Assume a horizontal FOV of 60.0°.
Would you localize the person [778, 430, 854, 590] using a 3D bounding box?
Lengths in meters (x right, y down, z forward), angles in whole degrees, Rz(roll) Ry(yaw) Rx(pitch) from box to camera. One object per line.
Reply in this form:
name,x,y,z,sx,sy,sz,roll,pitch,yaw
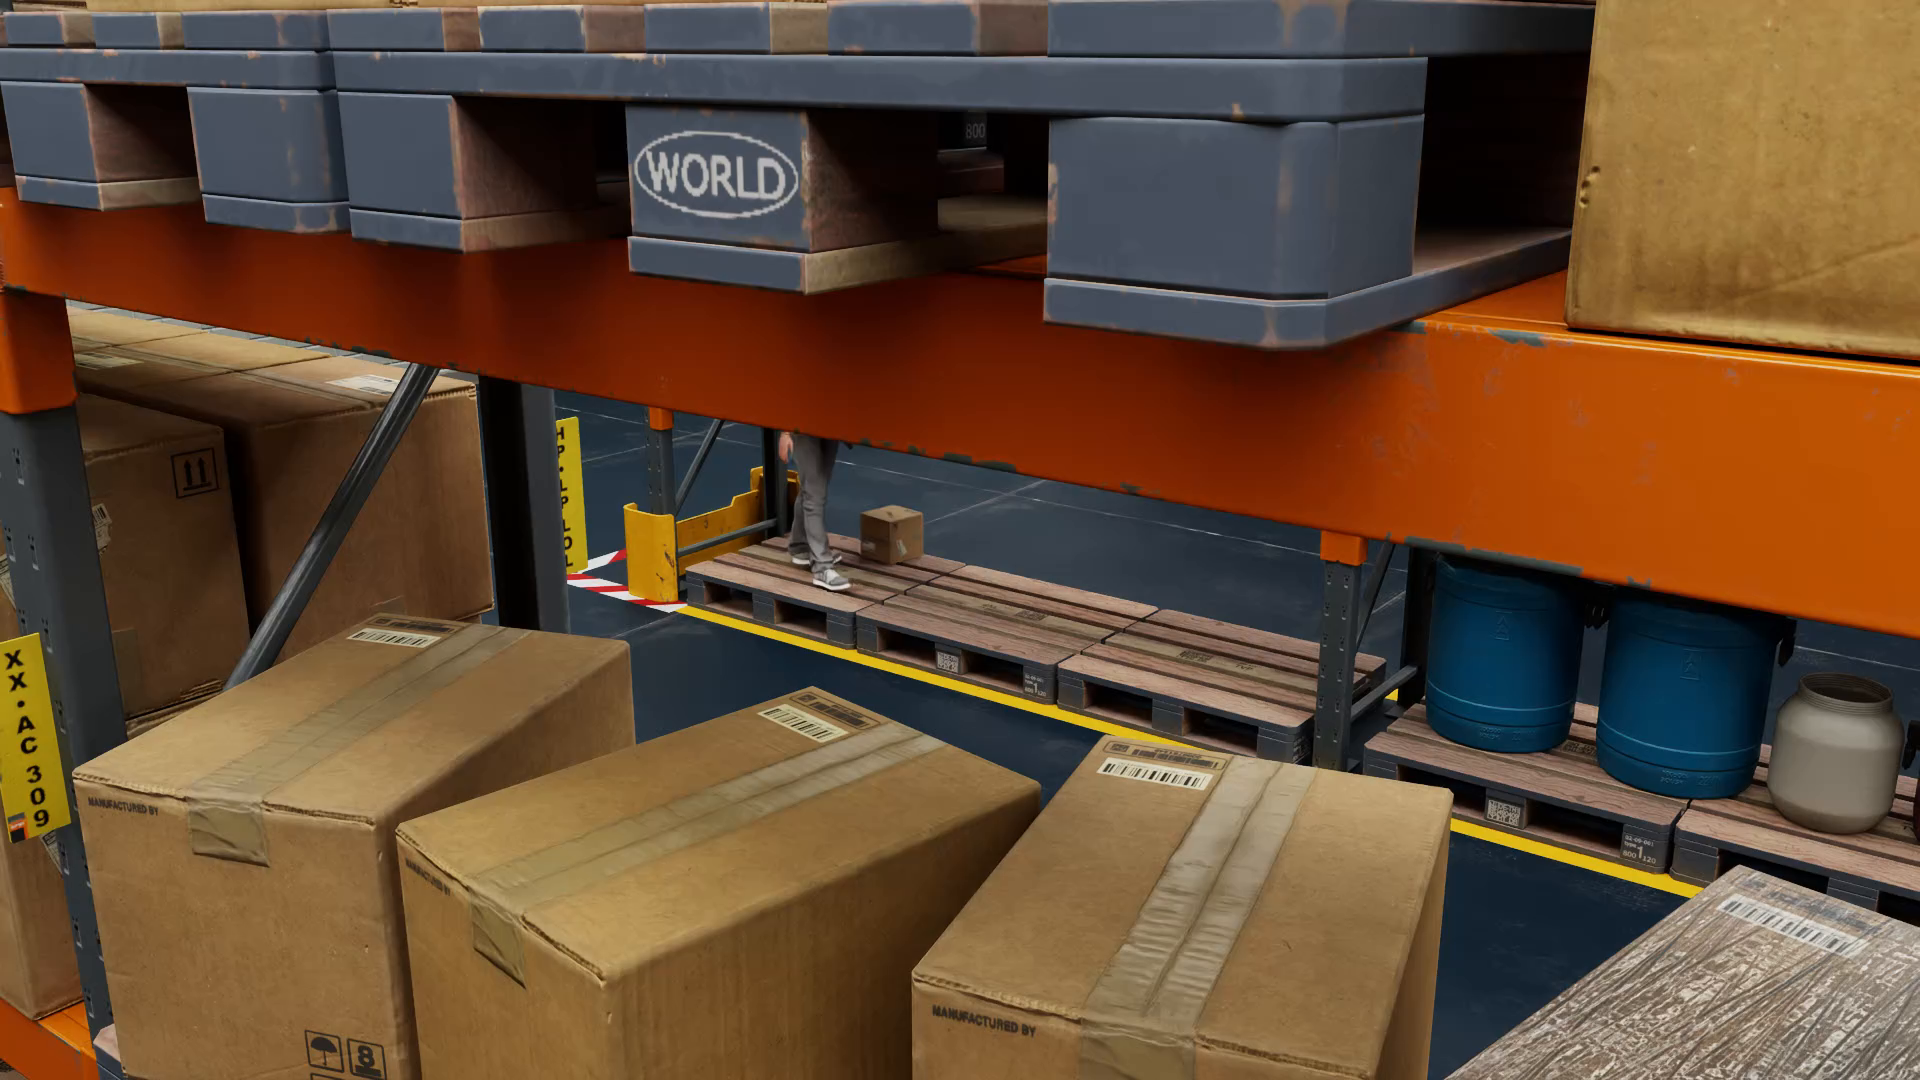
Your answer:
person,-0.743,-0.556,8.629,0.574,1.582,0.588,11,20,32
